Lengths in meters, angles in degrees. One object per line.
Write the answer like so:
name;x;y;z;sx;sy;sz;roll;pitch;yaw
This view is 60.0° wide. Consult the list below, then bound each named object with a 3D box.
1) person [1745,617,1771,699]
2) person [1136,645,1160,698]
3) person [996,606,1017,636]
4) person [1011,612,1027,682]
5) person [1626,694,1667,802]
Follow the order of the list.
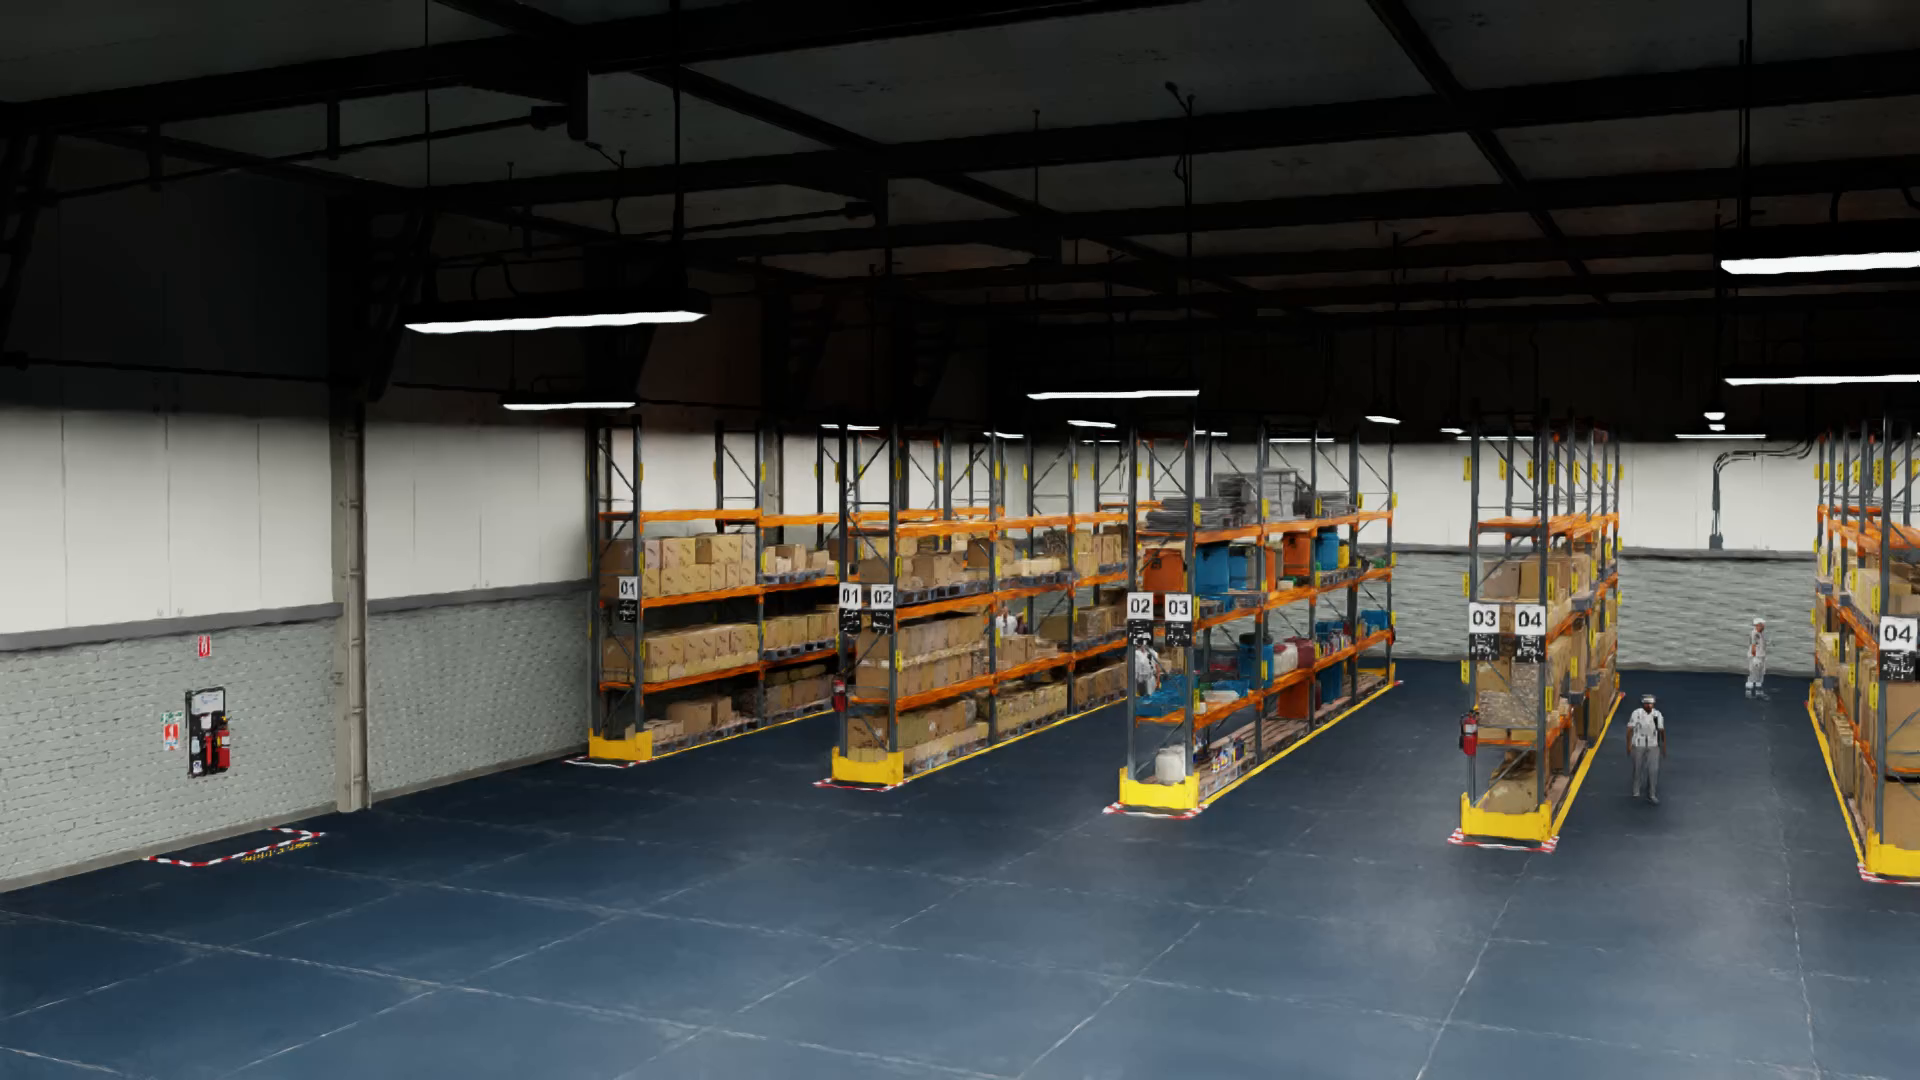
person;17.520;2.589;36.508;0.418;1.790;0.621;2;3;44
person;3.706;2.765;33.458;0.547;1.672;1.115;1;3;23
person;1.127;2.456;40.837;0.600;1.699;1.197;1;3;22
person;1.415;2.541;38.171;0.515;1.777;0.628;0;2;-3
person;10.488;3.135;25.432;0.584;1.644;0.659;1;2;17
